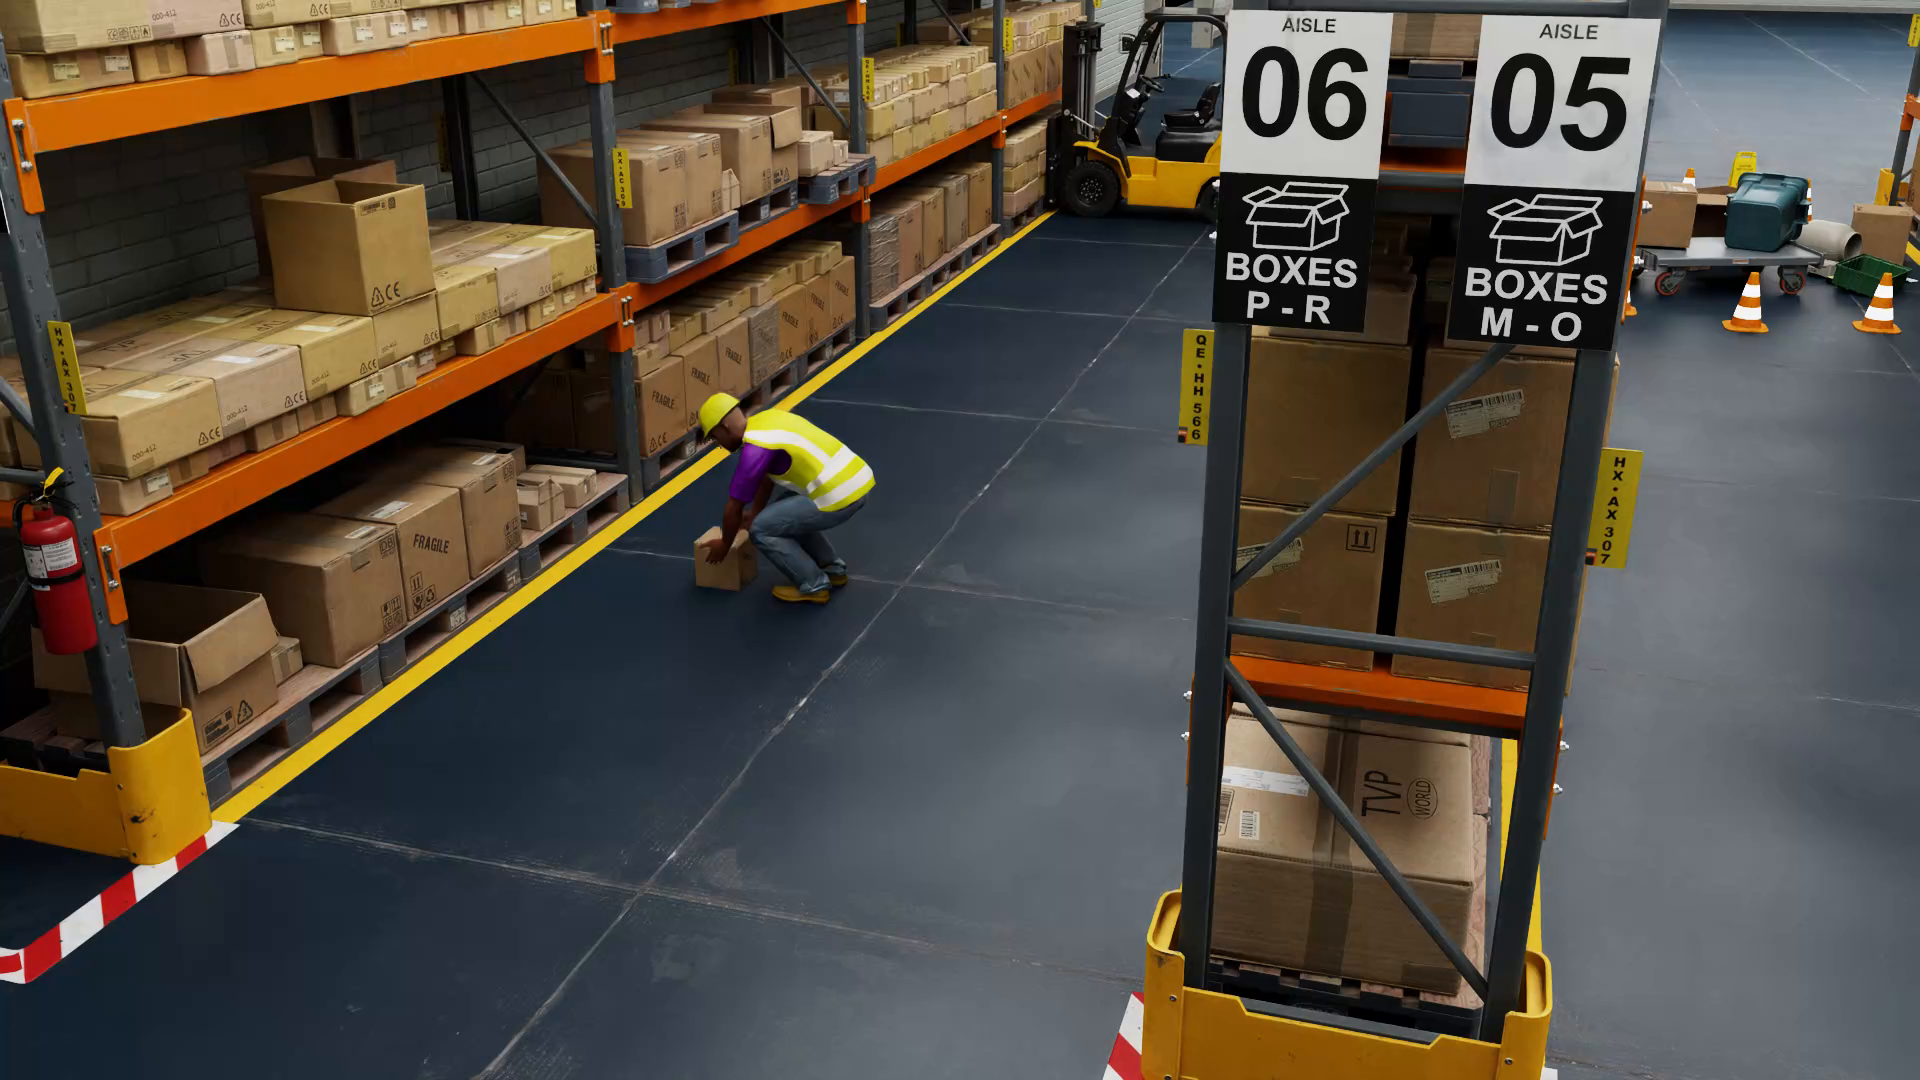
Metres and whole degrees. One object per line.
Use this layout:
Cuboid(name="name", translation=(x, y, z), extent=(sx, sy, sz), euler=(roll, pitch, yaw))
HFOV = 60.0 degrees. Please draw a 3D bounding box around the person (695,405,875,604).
Cuboid(name="person", translation=(-0.910, -0.191, 8.578), extent=(0.892, 0.994, 0.584), euler=(6, 23, 15))
